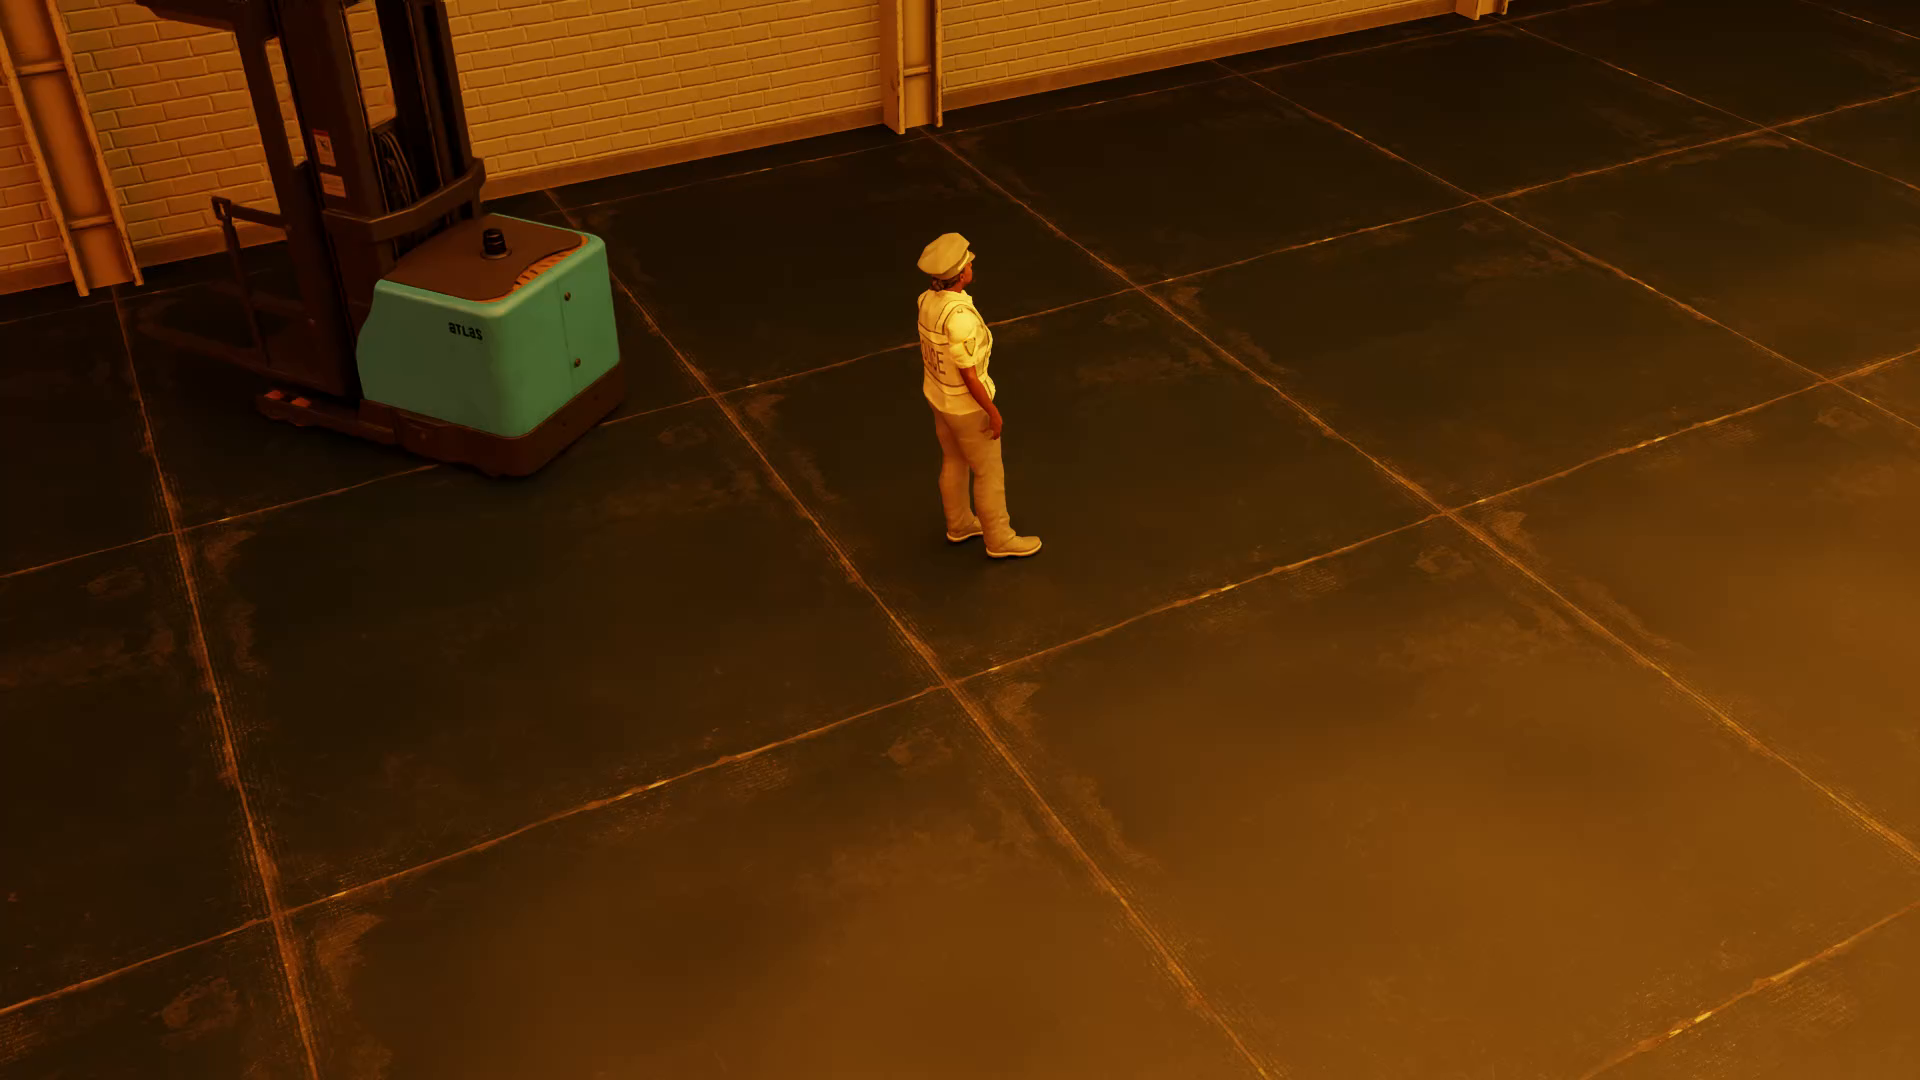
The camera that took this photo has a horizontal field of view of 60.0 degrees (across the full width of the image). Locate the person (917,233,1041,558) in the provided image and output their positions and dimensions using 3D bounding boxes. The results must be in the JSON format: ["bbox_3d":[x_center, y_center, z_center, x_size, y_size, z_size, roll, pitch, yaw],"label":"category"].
[{"bbox_3d":[0.075,-0.708,8.183,0.530,1.695,0.570,-17,39,-23],"label":"person"}]

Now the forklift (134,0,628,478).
[{"bbox_3d":[-3.503,-2.107,9.103,3.031,2.935,1.130,15,38,20],"label":"forklift"}]
